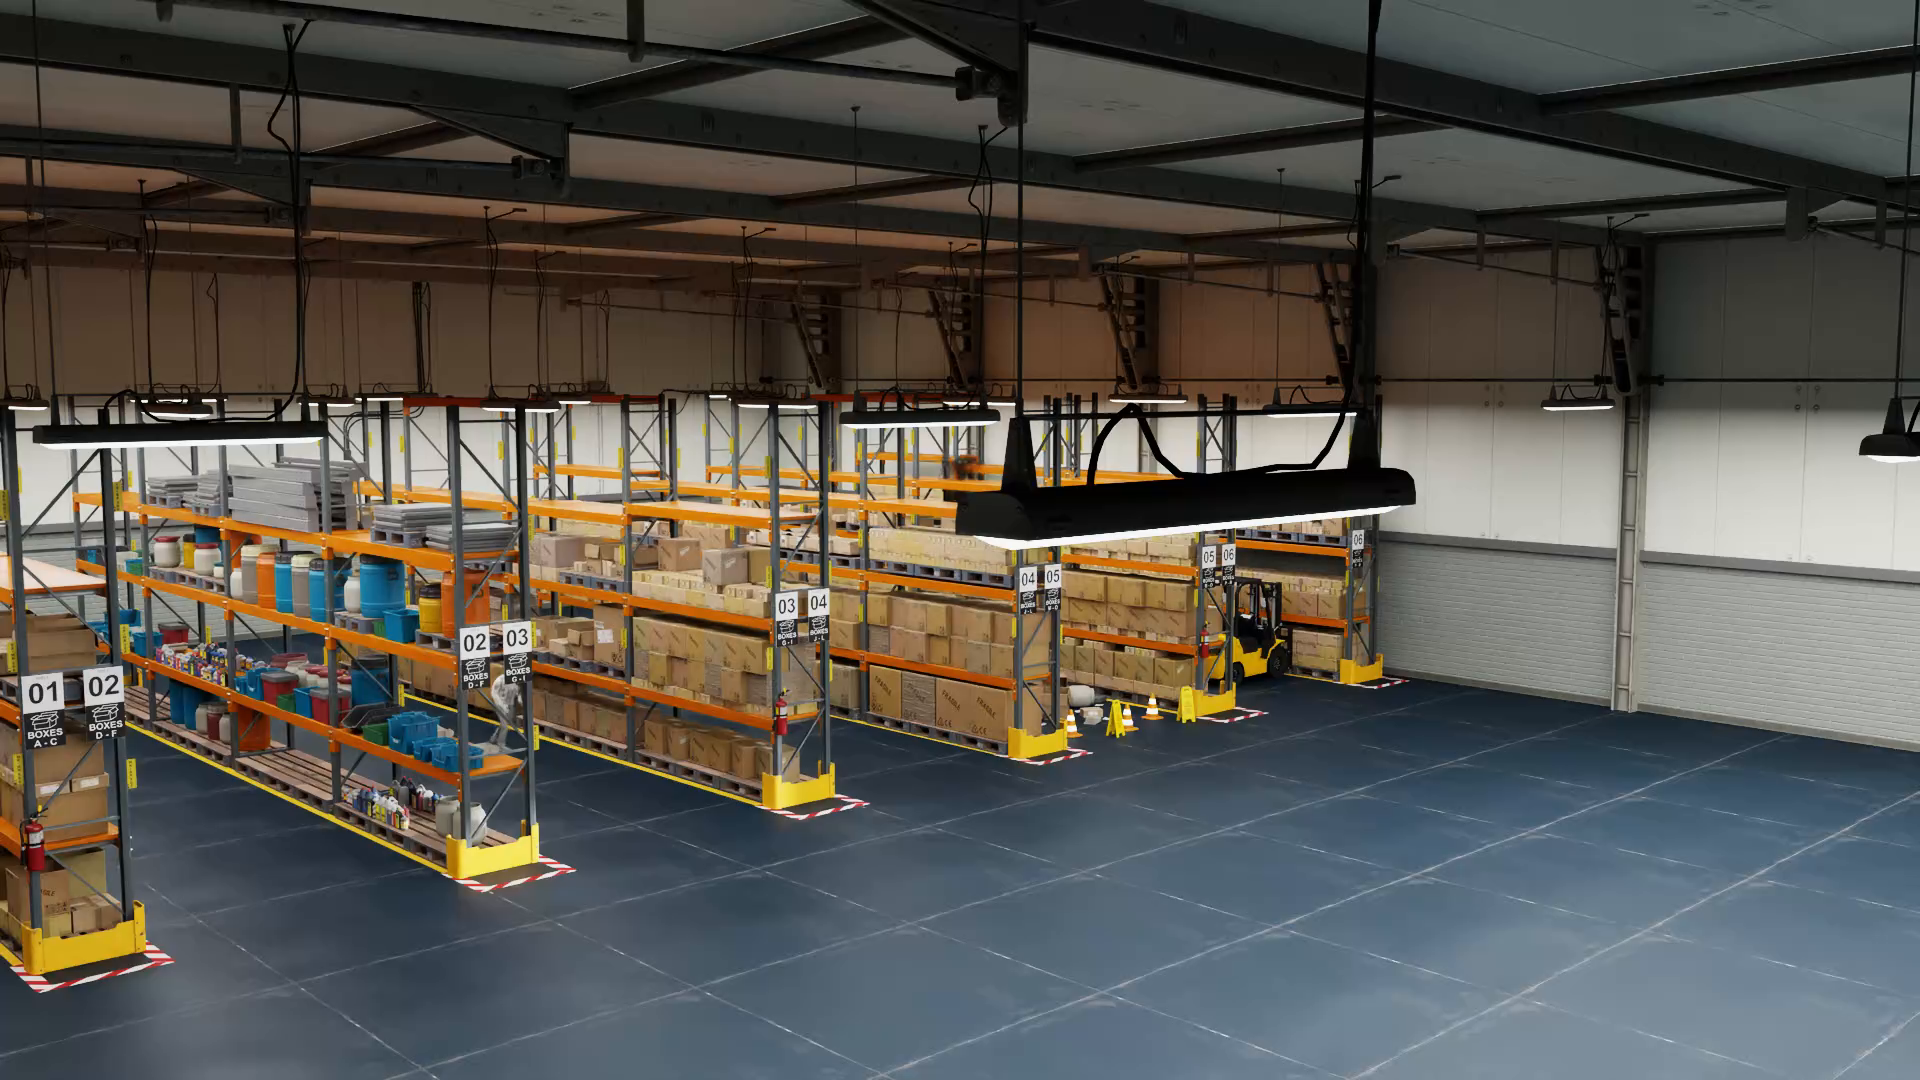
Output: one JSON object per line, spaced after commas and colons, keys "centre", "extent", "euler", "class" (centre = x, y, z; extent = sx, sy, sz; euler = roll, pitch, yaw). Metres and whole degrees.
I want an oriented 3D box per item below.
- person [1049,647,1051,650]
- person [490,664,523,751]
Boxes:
{"centre": [1.755, 1.816, 37.369], "extent": [0.660, 1.796, 0.994], "euler": [-5, 7, -40], "class": "person"}
{"centre": [-7.805, 2.808, 28.318], "extent": [0.790, 1.584, 0.594], "euler": [3, 6, 30], "class": "person"}
